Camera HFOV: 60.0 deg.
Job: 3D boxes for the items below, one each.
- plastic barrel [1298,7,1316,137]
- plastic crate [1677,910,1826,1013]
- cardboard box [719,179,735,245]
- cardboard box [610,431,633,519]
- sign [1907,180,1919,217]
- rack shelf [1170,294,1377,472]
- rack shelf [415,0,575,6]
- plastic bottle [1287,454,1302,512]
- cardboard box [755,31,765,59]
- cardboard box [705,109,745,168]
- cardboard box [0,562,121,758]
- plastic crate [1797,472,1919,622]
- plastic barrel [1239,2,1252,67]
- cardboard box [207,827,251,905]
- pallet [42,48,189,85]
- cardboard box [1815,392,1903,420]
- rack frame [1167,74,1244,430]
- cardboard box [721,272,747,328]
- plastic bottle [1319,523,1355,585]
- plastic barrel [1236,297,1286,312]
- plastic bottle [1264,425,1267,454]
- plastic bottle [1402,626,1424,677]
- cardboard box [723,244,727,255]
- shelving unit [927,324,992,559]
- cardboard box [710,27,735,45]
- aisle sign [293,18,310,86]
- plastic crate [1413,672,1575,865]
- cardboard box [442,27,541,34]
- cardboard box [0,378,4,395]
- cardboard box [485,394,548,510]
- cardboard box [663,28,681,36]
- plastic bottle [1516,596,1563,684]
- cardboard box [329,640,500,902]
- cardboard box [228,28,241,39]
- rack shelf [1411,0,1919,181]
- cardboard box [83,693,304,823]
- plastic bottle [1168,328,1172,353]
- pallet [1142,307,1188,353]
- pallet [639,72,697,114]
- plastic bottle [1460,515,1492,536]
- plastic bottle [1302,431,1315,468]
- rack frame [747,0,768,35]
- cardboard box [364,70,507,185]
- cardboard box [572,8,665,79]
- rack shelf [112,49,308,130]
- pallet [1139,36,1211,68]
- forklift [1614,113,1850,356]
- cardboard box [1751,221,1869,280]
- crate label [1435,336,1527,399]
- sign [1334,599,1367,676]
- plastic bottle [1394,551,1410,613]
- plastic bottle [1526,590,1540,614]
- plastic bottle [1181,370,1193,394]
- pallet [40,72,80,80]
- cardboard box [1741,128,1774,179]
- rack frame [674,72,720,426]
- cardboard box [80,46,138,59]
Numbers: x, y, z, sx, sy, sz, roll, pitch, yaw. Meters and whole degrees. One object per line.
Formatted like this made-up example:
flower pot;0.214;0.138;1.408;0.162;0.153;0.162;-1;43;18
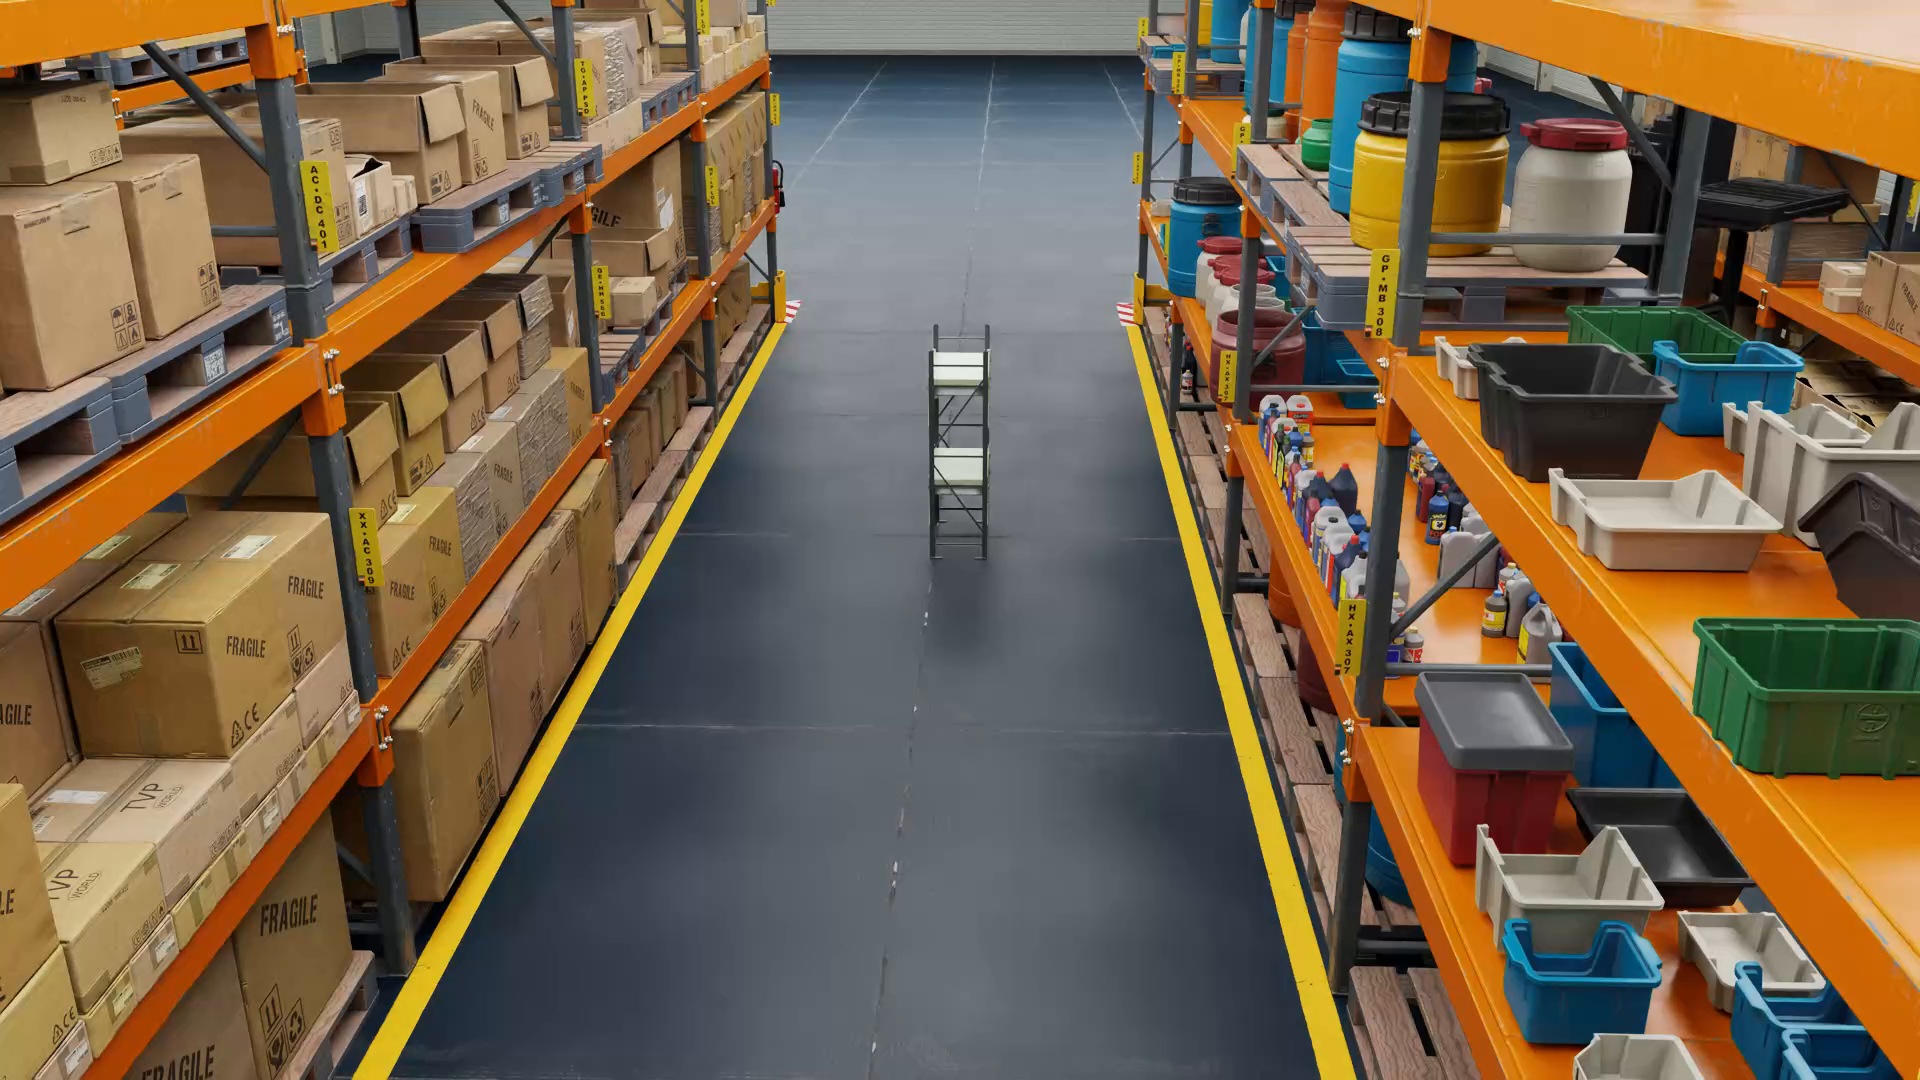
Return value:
plastic barrel;2.441;-2.854;10.398;0.600;0.901;0.600;0;21;0
plastic crate;2.325;1.247;4.950;0.293;0.136;0.466;1;21;2
cardboard box;-2.504;-2.956;14.950;0.875;0.500;0.500;1;21;2
cardboard box;-2.747;-0.465;11.927;0.700;0.500;0.500;-1;21;-3
sign;7.815;-2.818;13.654;0.100;0.325;0.005;1;21;2
rack shelf;2.260;-1.315;12.266;1.077;0.370;4.000;1;21;2
rack shelf;-2.691;-3.980;11.393;1.077;0.370;4.000;1;21;2
plastic bottle;1.782;-0.303;8.823;0.061;0.283;0.133;1;21;2
cardboard box;-2.269;-5.026;16.895;0.500;0.250;0.500;1;21;3
cardboard box;-2.328;-3.782;15.697;0.500;0.500;0.500;1;21;2
cardboard box;-3.166;0.395;5.625;0.500;0.500;0.500;1;21;2
plastic crate;2.277;0.046;3.702;0.504;0.338;0.767;1;21;2
plastic barrel;2.530;-4.173;13.756;0.421;0.512;0.421;0;21;0
cardboard box;-2.586;1.068;5.478;0.380;0.149;0.250;1;21;3
pallet;-7.549;-4.172;14.610;1.003;0.211;1.213;1;21;2
cardboard box;6.975;-0.978;12.849;0.500;0.311;0.500;0;21;0
rack frame;2.321;-2.373;13.999;1.000;3.000;0.127;1;21;2
cardboard box;-2.528;-2.463;17.104;0.500;0.500;0.500;6;22;16
plastic bottle;1.797;0.068;7.879;0.152;0.276;0.135;1;21;2
plastic barrel;2.017;-1.354;11.216;0.421;0.512;0.421;0;21;0
plastic bottle;1.829;-0.605;9.716;0.097;0.201;0.097;0;21;0
plastic bottle;1.892;0.460;6.971;0.097;0.201;0.097;0;21;0
cardboard box;-2.324;-2.657;15.077;0.380;0.149;0.250;1;21;2
shelving unit;0.000;-0.702;11.764;0.431;1.500;0.755;1;21;2
cardboard box;-2.306;-4.716;15.546;0.380;0.149;0.250;0;21;-1
aisle sign;-7.161;-5.200;17.689;0.394;0.787;0.004;1;21;2
plastic crate;1.800;0.781;5.697;0.402;0.464;0.583;1;21;2
cardboard box;-2.982;-3.021;10.691;0.500;0.500;0.500;1;21;1
cardboard box;-3.015;-0.557;4.315;0.700;0.500;0.500;2;21;4
cardboard box;-2.552;-0.479;8.979;0.500;0.500;0.500;0;21;0
cardboard box;-2.777;-4.636;15.340;0.380;0.149;0.250;0;21;0
plastic bottle;2.413;0.404;6.910;0.144;0.351;0.185;1;21;2
cardboard box;-2.874;1.028;7.590;1.225;0.875;0.875;1;21;2
cardboard box;-7.173;-4.906;16.007;0.380;0.149;0.250;1;21;2
rack shelf;2.017;-1.033;3.798;1.077;0.370;4.000;1;21;2
cardboard box;-2.638;0.745;5.757;0.500;0.250;0.500;1;21;3
plastic bottle;2.062;-1.941;16.047;0.097;0.271;0.097;0;21;0
pallet;2.457;-2.198;17.402;1.003;0.211;1.213;1;21;2
pallet;-2.755;-3.517;13.059;1.213;0.211;1.003;1;21;2
plastic bottle;2.508;-0.005;8.066;0.152;0.276;0.135;1;21;2
plastic bottle;1.974;-0.520;9.496;0.097;0.201;0.097;0;21;0
rack frame;-2.508;-6.671;16.782;1.000;3.000;0.127;1;21;2
cardboard box;-2.636;-2.088;8.398;0.500;0.500;0.500;2;21;5
cardboard box;-2.743;-3.901;13.067;0.797;0.503;0.637;0;21;-1
rack shelf;-7.524;-4.305;15.826;1.077;0.370;4.000;1;21;2
pallet;2.320;-4.832;16.450;1.003;0.211;1.213;1;21;2
forklift;5.300;-1.403;11.593;1.130;2.935;3.031;-15;26;-35
cardboard box;7.279;-2.525;14.251;0.700;0.500;0.500;0;21;0
crate label;1.774;-0.583;5.602;0.293;0.136;0.466;1;21;2
sign;1.528;0.383;6.512;0.100;0.325;0.005;1;21;2
plastic bottle;1.923;0.208;7.415;0.144;0.351;0.185;1;21;2
plastic bottle;2.507;0.326;7.220;0.097;0.271;0.097;0;21;0
plastic bottle;2.020;-1.409;14.773;0.097;0.201;0.097;0;21;0
pallet;-7.563;-3.496;13.011;0.805;0.209;1.217;0;21;-1
cardboard box;7.293;-3.312;14.487;0.700;0.500;0.500;1;21;1
rack frame;-2.630;-2.428;14.140;1.000;3.000;0.127;1;21;2
cardboard box;-7.233;-4.171;14.113;0.380;0.149;0.250;0;21;1
